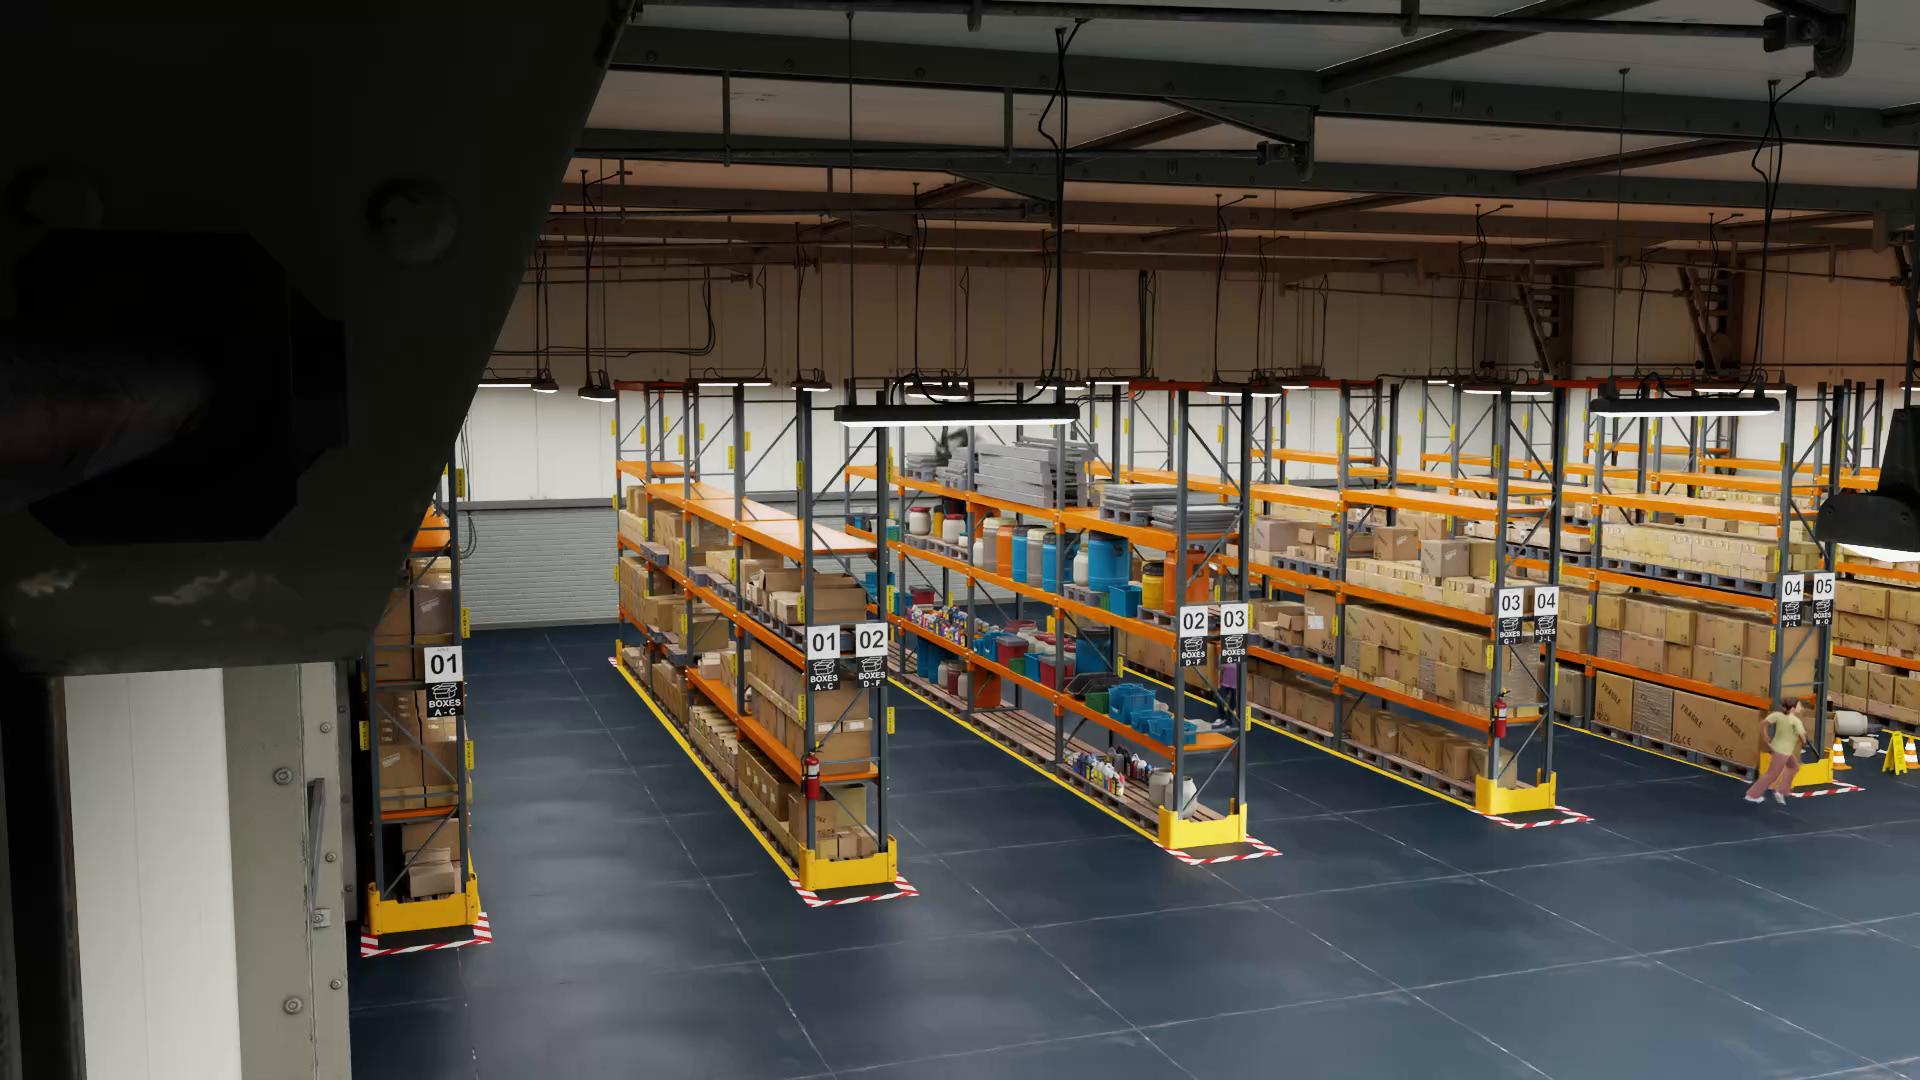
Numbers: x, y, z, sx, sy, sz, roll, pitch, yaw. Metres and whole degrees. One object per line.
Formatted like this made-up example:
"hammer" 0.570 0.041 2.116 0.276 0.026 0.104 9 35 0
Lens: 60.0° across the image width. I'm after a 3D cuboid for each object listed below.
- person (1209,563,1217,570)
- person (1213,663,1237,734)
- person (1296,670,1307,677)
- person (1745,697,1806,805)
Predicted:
"person" 6.075 1.148 41.125 0.573 1.718 0.695 1 6 5
"person" 4.627 2.526 28.580 0.534 1.609 0.431 1 6 13
"person" 6.947 2.067 33.199 0.674 1.576 0.518 1 6 5
"person" 11.648 3.035 23.654 0.738 1.665 0.636 0 6 1
